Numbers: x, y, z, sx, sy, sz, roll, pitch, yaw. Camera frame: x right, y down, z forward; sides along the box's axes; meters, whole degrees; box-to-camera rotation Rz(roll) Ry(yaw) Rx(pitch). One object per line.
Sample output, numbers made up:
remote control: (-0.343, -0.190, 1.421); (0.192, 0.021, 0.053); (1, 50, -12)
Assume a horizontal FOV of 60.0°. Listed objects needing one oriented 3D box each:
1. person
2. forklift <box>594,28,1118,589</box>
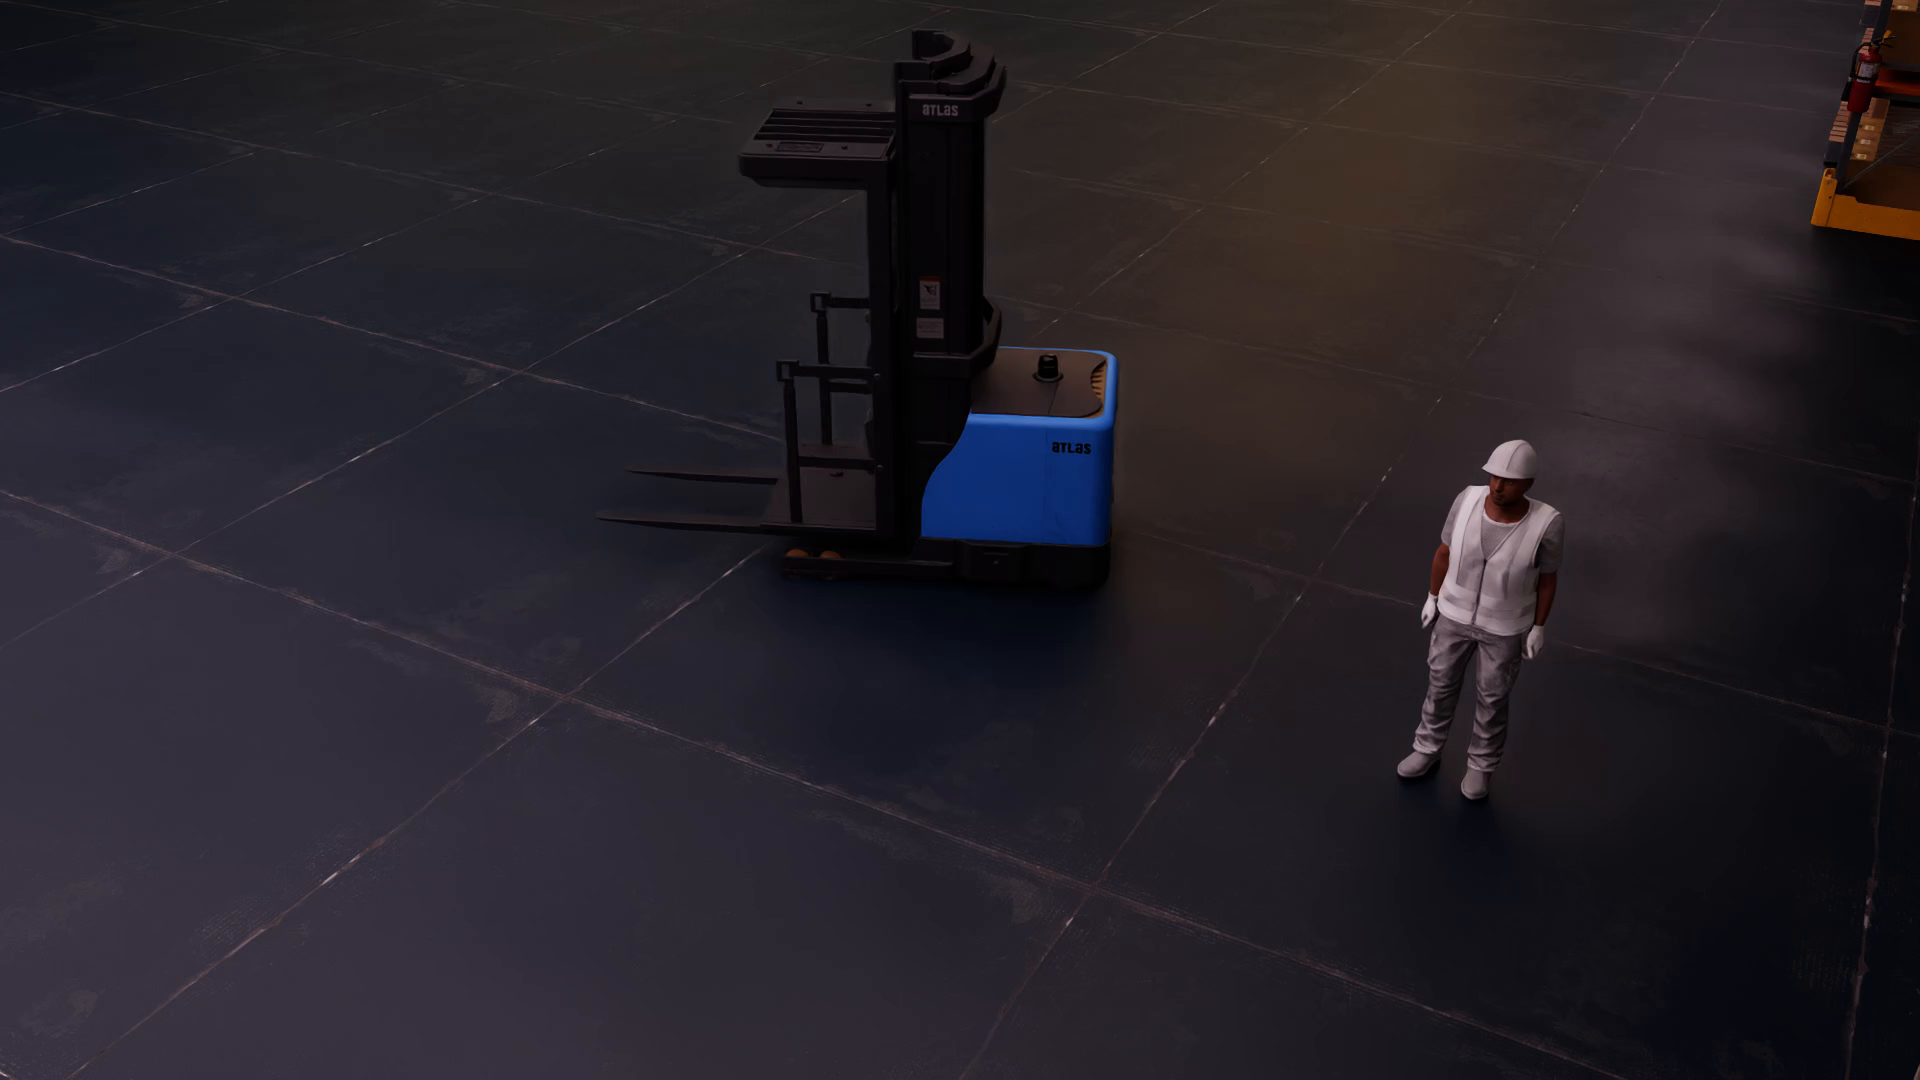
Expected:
person: (2.384, 0.363, 7.588); (0.566, 1.789, 0.370); (19, 35, 29)
forklift: (-0.614, -1.296, 9.315); (3.031, 2.935, 1.130); (3, 30, 5)
